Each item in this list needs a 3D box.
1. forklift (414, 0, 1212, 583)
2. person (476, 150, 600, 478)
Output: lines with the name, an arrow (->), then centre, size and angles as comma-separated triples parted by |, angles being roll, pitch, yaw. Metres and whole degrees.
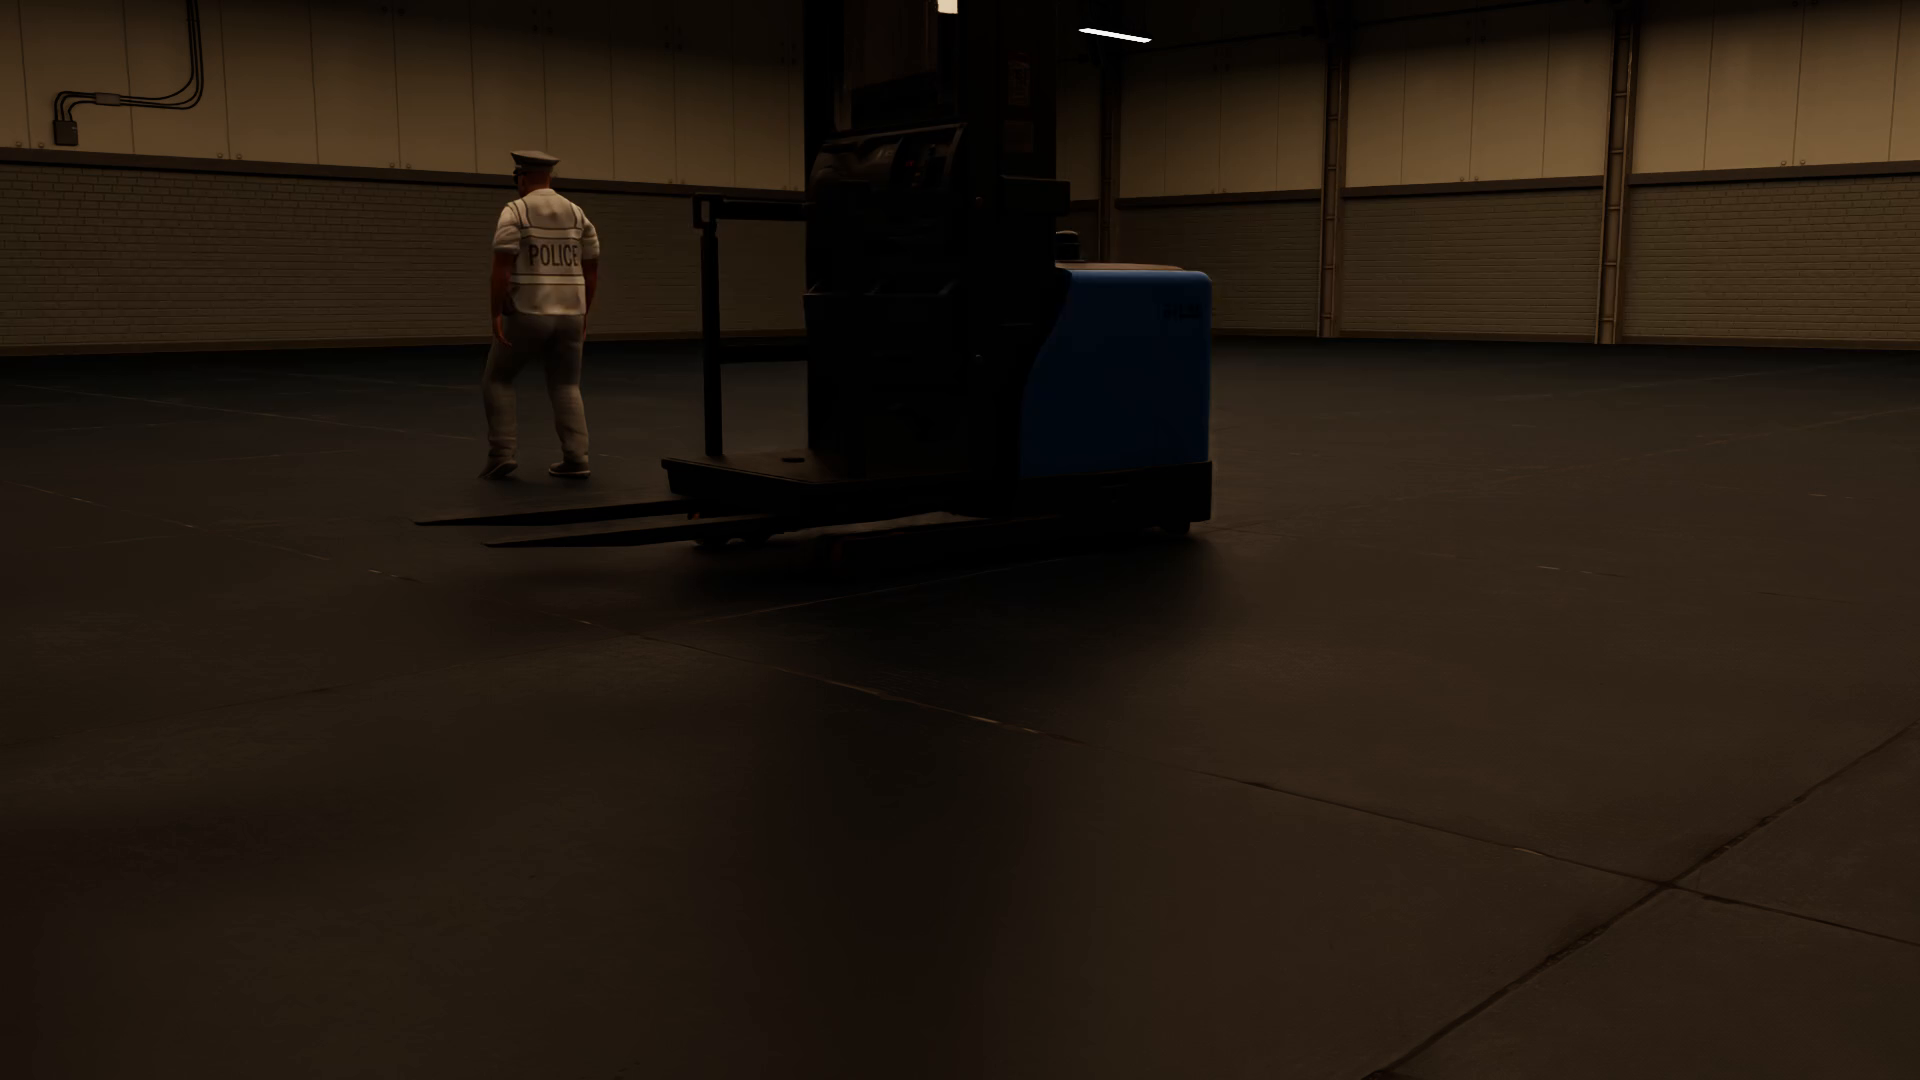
forklift -> -0.450, -1.389, 6.098 | 3.031, 2.935, 1.130 | -7, 11, -37
person -> -2.260, -1.169, 8.915 | 0.636, 1.812, 0.536 | -8, 11, -41
